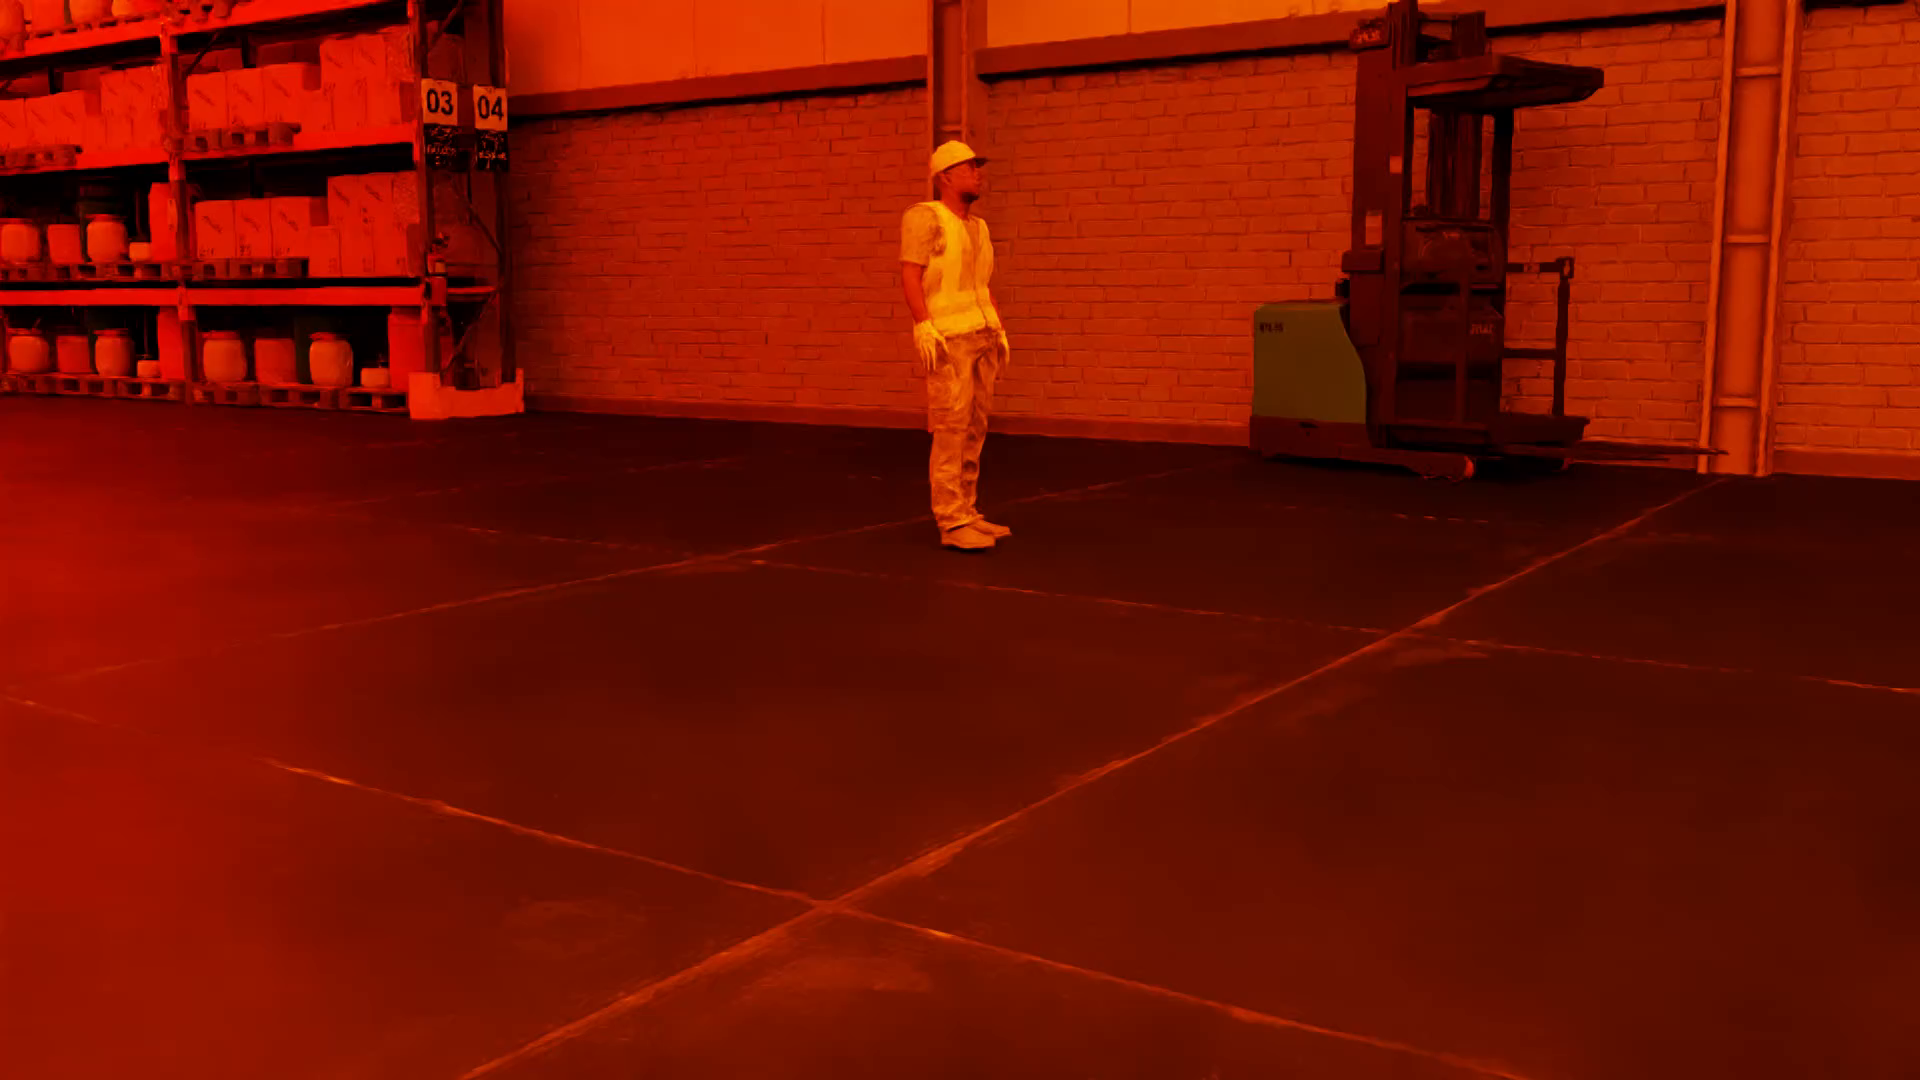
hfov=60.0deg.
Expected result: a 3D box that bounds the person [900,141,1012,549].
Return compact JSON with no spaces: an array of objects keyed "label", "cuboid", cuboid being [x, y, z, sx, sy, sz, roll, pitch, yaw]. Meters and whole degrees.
[{"label":"person","cuboid":[0.055,-0.883,7.431,0.576,1.782,0.655,5,10,34]}]

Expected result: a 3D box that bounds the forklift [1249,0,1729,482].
[{"label":"forklift","cuboid":[3.270,-1.880,10.416,1.130,2.935,3.031,-6,10,-36]}]
